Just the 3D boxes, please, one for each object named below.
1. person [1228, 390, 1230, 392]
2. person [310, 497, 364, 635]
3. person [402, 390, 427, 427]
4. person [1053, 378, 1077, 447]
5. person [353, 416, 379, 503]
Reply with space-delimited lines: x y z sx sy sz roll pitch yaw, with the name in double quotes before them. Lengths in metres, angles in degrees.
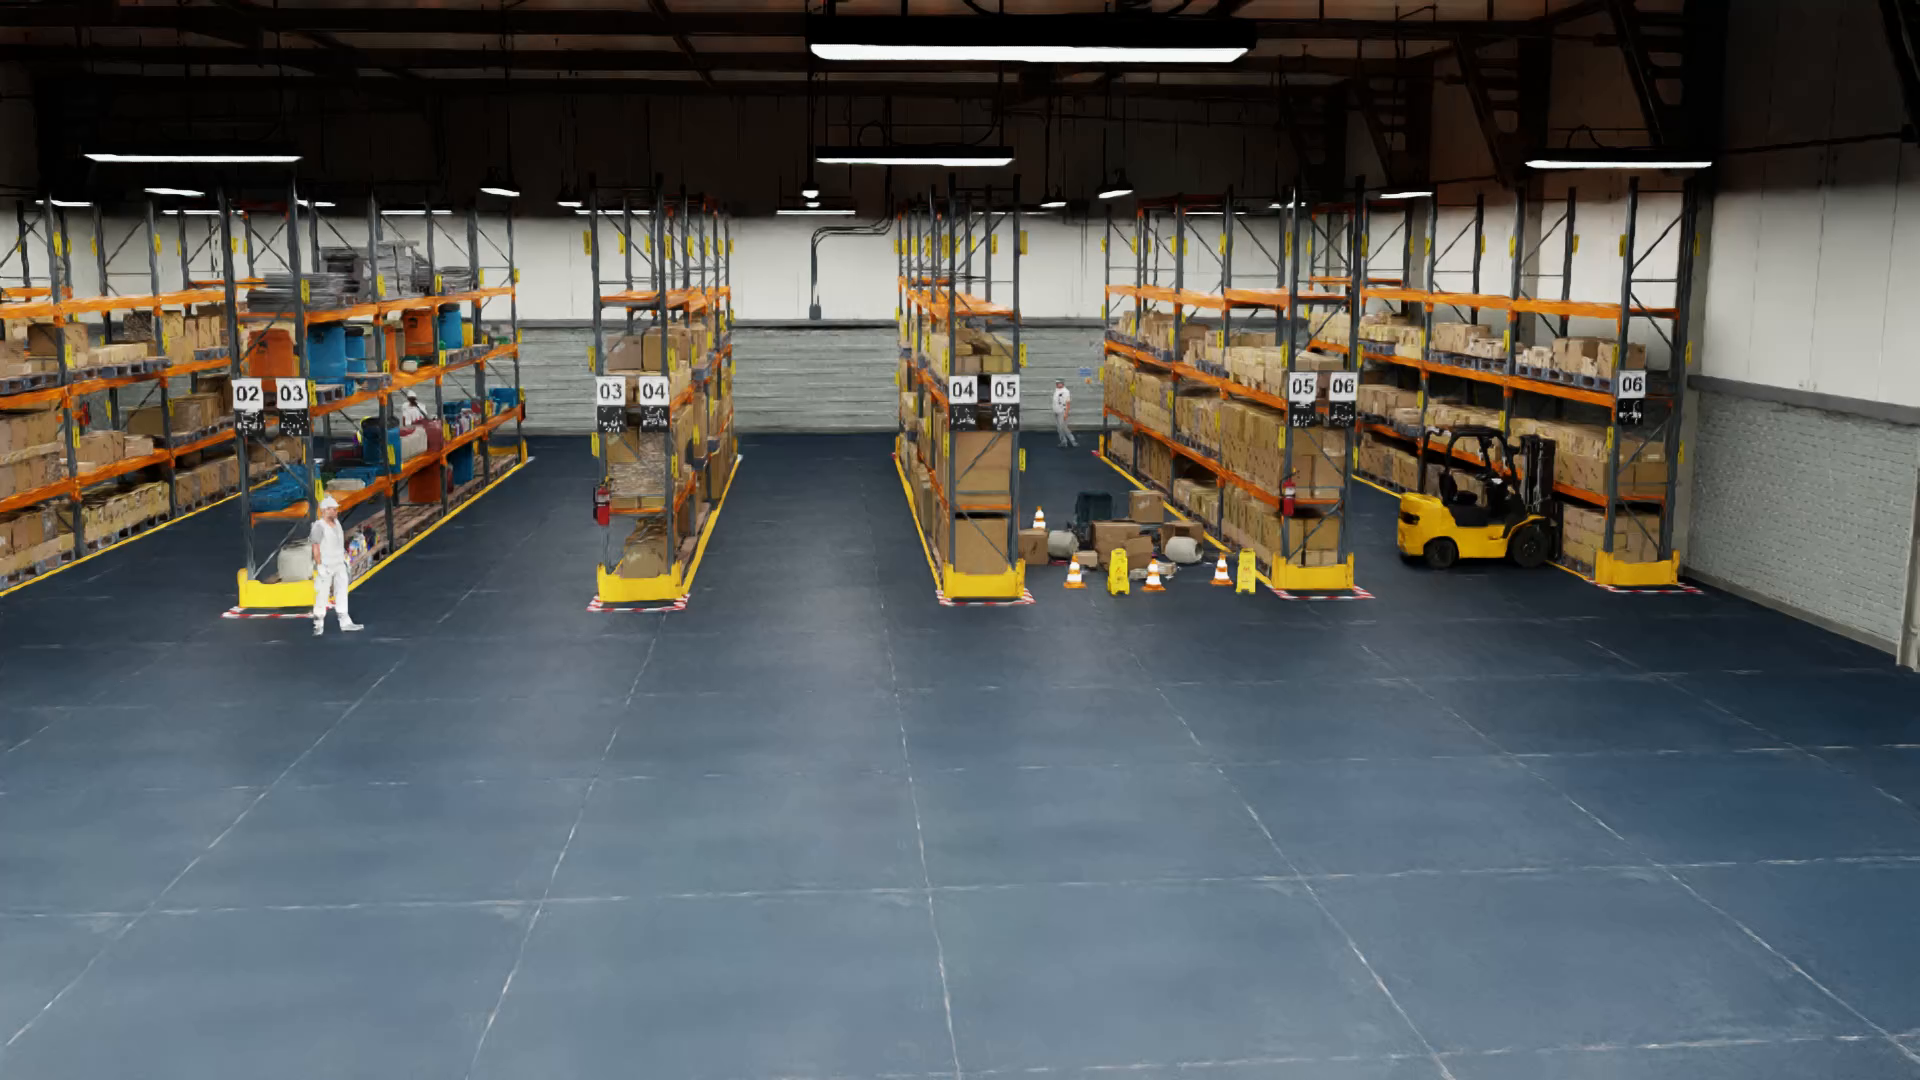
"person" 6.587 -3.155 41.669 0.583 1.717 0.595 -8 13 -40
"person" -8.183 0.333 21.629 0.467 1.794 0.639 4 11 22
"person" -12.702 -2.641 38.733 0.575 1.689 1.128 -1 10 -7
"person" 2.617 -3.196 41.745 0.505 1.735 0.704 -7 12 -34
"person" -11.692 -1.606 32.869 0.577 1.691 1.121 0 10 -2
